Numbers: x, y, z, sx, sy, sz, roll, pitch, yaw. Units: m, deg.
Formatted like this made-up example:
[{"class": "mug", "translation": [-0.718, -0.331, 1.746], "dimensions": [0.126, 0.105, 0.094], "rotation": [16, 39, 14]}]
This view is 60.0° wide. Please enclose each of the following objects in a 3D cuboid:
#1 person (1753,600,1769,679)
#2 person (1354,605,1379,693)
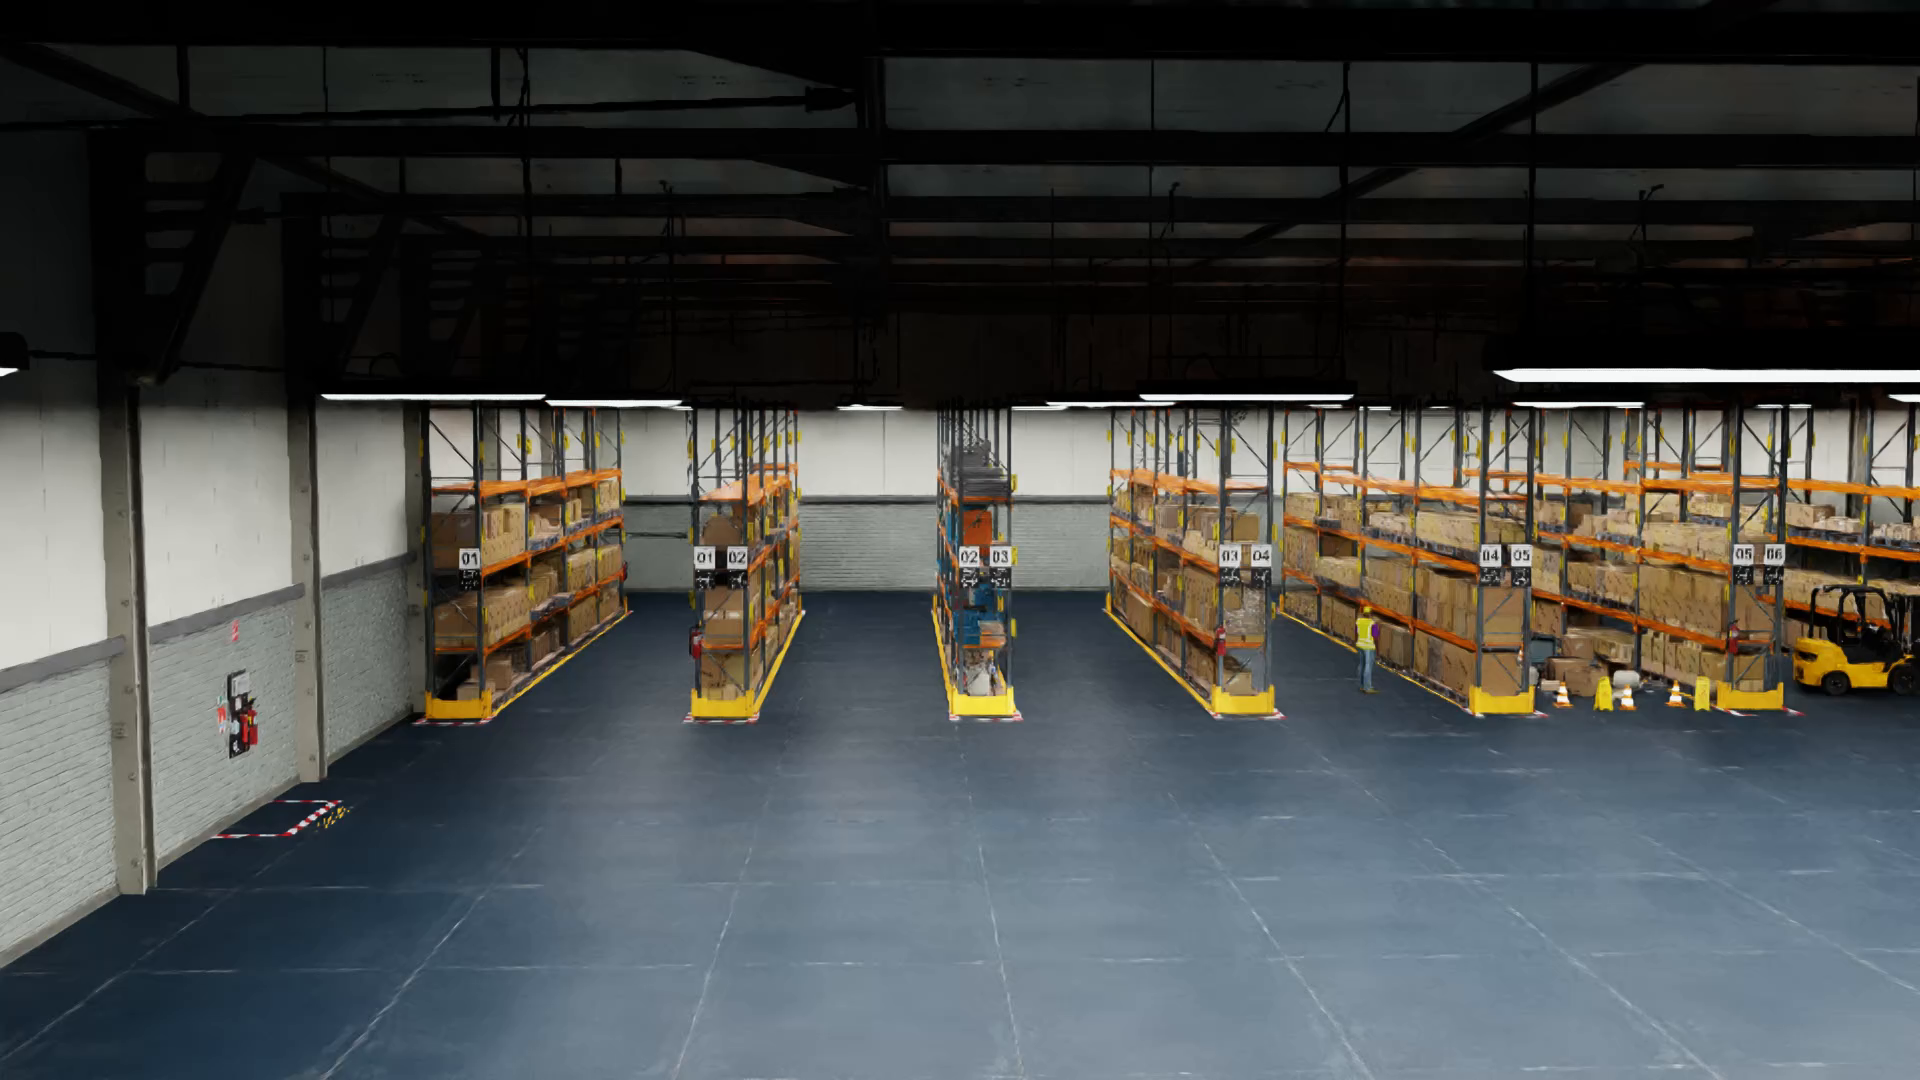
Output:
[{"class": "person", "translation": [17.098, 2.128, 35.632], "dimensions": [0.465, 1.674, 0.498], "rotation": [2, 5, 28]}, {"class": "person", "translation": [8.327, 2.205, 33.899], "dimensions": [0.452, 1.768, 0.632], "rotation": [-3, 5, -33]}]
